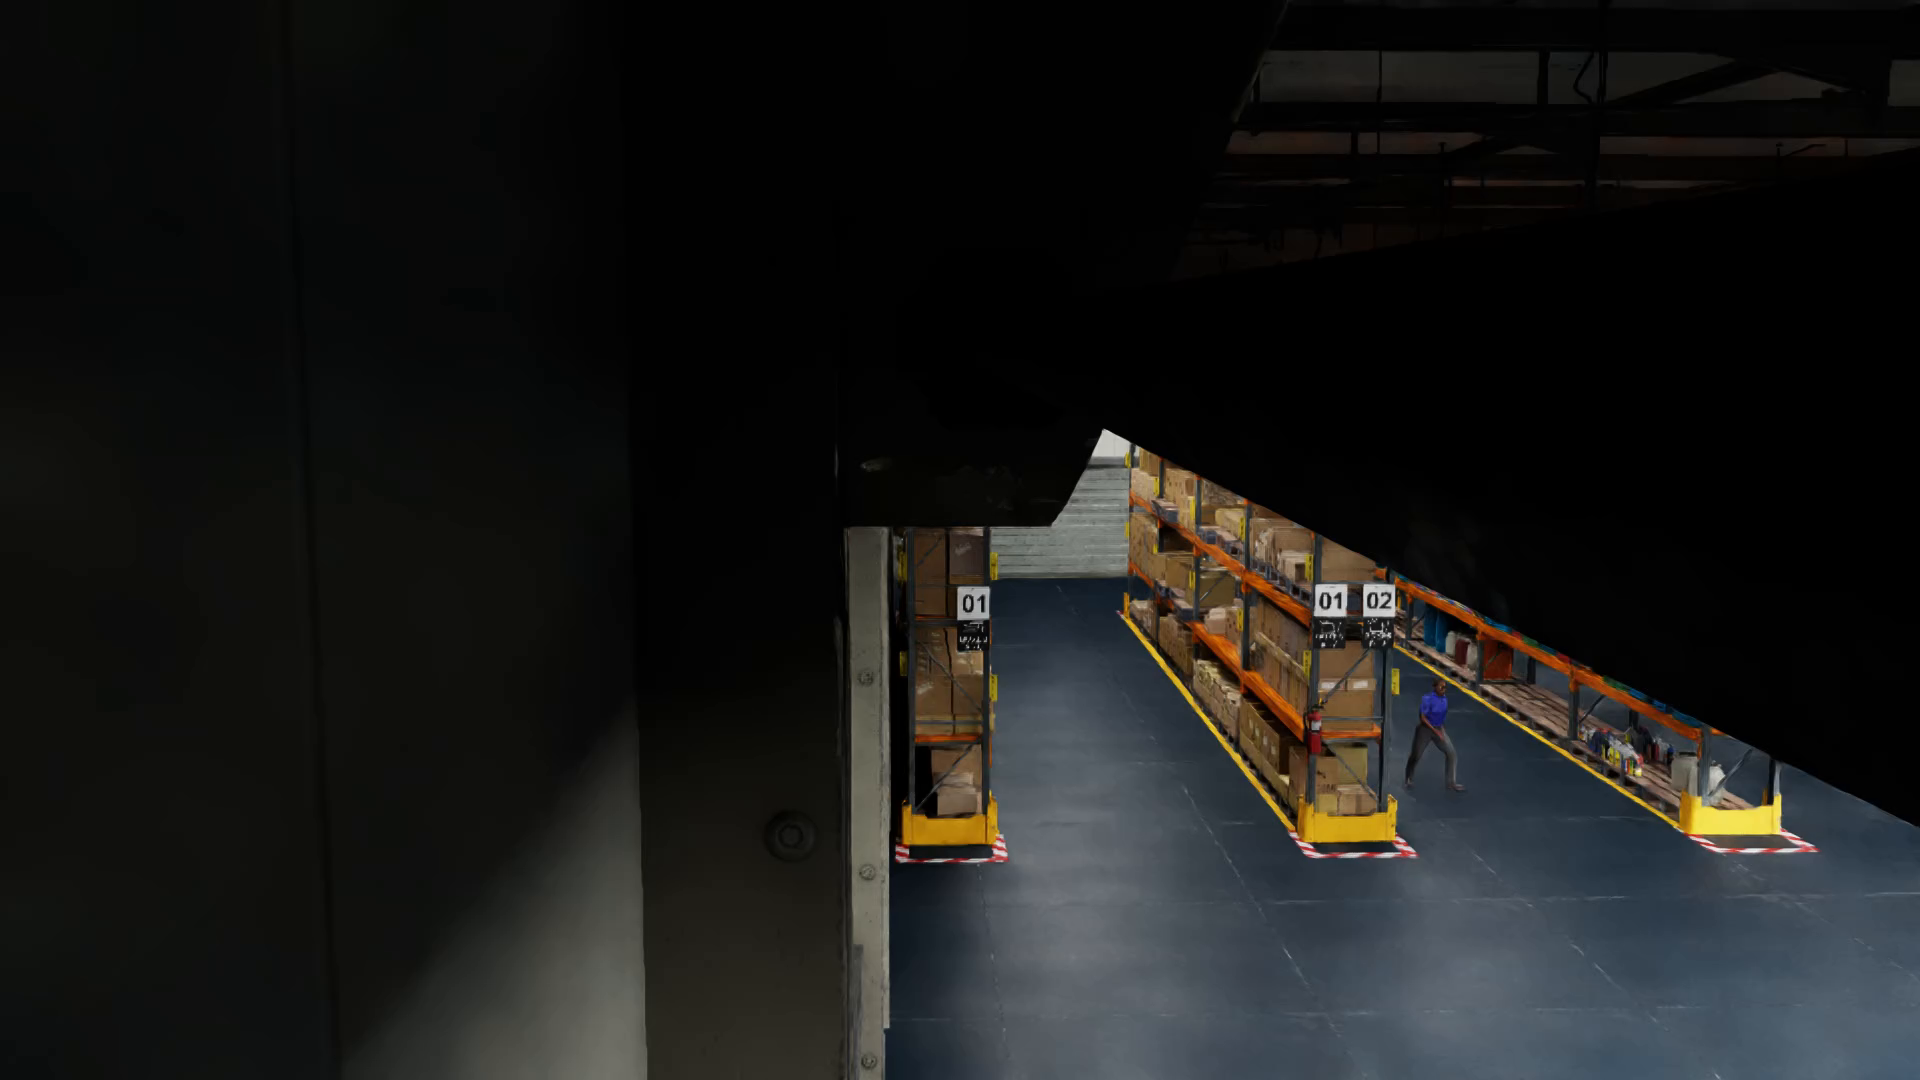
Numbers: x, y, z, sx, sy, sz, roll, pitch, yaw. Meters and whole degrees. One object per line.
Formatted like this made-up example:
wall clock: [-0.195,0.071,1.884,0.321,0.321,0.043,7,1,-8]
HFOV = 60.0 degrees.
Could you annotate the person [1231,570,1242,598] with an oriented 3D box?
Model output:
person: [6.042,0.821,36.426,0.591,1.716,1.042,0,7,-3]

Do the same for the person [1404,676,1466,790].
person: [6.481,2.679,22.781,0.616,1.498,0.761,-3,8,-23]
